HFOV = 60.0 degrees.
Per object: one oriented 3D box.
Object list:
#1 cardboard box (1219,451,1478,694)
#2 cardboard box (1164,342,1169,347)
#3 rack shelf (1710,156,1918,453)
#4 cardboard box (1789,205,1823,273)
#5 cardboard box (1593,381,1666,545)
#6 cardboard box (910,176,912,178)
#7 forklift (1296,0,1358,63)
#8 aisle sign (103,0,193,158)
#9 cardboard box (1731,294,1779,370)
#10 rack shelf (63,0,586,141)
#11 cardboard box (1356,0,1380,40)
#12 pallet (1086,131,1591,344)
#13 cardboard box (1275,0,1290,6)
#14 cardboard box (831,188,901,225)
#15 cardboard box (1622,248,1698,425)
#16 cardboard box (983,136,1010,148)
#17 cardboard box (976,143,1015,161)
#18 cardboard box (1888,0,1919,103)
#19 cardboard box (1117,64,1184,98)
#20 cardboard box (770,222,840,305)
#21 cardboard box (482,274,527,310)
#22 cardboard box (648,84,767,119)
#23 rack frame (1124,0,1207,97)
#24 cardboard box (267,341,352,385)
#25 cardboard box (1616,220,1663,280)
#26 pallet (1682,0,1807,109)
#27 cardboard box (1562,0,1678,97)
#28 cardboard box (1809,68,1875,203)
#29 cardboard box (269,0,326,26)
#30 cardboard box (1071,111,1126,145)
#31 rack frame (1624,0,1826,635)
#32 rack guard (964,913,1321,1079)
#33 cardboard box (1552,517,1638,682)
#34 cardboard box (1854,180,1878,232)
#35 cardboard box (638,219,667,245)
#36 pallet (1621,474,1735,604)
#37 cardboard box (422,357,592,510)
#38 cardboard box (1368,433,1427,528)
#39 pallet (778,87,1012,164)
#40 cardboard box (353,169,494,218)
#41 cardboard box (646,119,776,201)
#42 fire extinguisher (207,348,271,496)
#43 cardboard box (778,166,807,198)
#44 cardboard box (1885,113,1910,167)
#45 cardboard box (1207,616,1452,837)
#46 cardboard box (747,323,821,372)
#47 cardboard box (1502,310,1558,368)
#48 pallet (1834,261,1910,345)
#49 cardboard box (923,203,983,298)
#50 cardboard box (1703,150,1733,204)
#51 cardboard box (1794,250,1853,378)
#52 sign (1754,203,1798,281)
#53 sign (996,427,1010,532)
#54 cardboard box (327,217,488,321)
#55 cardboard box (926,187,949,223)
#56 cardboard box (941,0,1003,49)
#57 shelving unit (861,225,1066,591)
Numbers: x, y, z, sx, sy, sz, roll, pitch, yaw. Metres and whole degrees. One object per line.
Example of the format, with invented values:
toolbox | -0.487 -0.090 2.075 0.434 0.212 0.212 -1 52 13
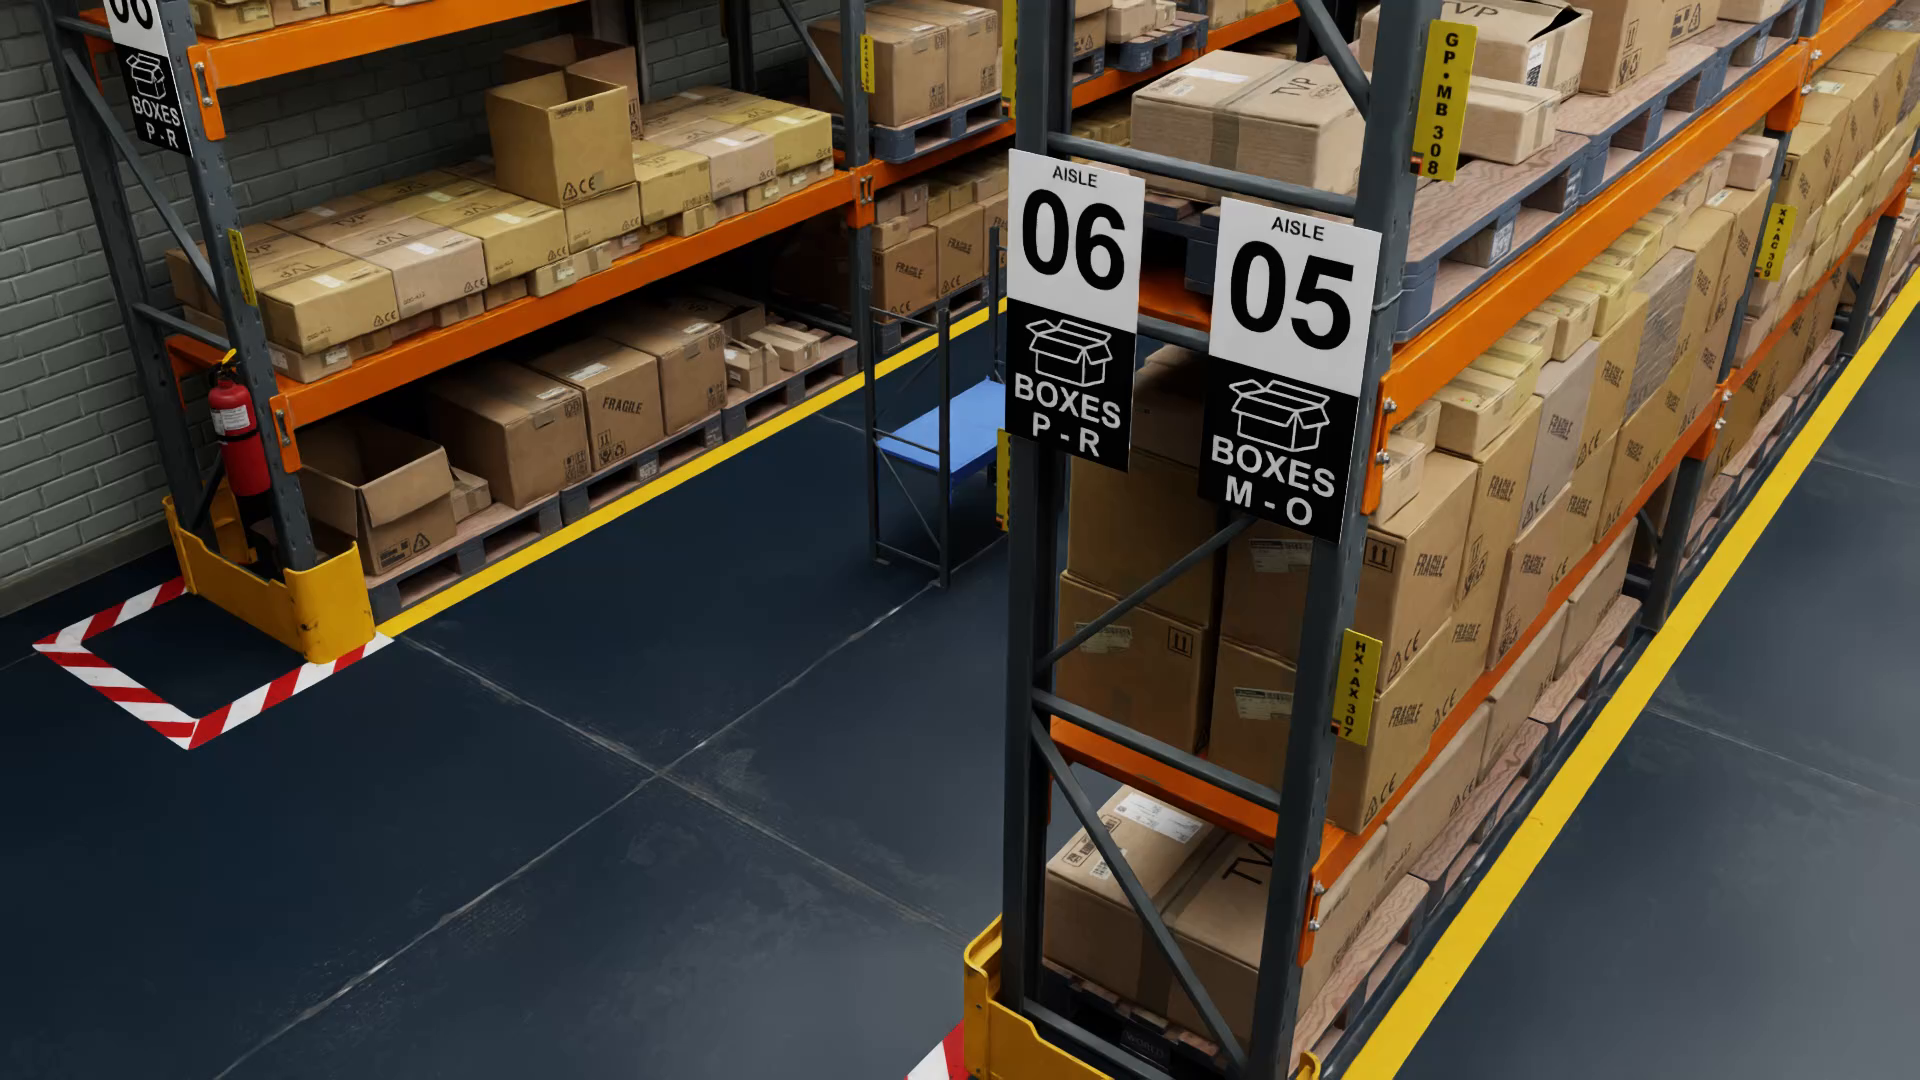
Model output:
cardboard box | 1.087 0.031 4.677 0.500 0.500 0.500 20 36 30
cardboard box | 0.850 -0.589 5.088 0.380 0.149 0.250 21 36 31
rack shelf | 4.192 -1.518 9.074 1.077 0.370 4.000 21 37 31
cardboard box | 3.768 -1.477 7.958 0.500 0.250 0.500 22 37 32
cardboard box | 2.311 -0.370 6.335 0.500 0.500 0.500 21 36 31
cardboard box | -0.554 -2.485 11.405 0.380 0.149 0.250 19 36 29
forklift | 2.754 -2.467 10.037 3.031 2.935 1.130 -24 38 -34
aisle sign | -3.196 -1.915 6.489 0.394 0.787 0.004 21 37 31
cardboard box | 3.461 -1.047 7.722 0.500 0.250 0.500 20 36 30
rack shelf | -2.182 -2.708 8.141 1.077 0.370 4.000 21 37 31
cardboard box | 3.548 -4.736 15.716 0.875 0.625 0.625 23 38 33
pallet | 1.010 -0.945 4.548 1.003 0.211 1.213 21 37 31
cardboard box | 2.516 -4.621 13.753 0.500 0.250 0.500 20 36 30
cardboard box | -0.594 -2.135 10.523 0.380 0.149 0.250 20 36 30
cardboard box | 2.308 -0.797 6.074 0.500 0.500 0.500 22 37 32
cardboard box | 0.139 -2.892 12.092 0.380 0.149 0.250 21 37 32
cardboard box | 0.332 -2.657 11.695 0.380 0.149 0.250 21 37 31
cardboard box | 5.296 -2.823 9.492 0.500 0.500 0.500 20 36 30
cardboard box | 1.827 -3.575 13.757 0.875 0.625 0.625 22 37 33
cardboard box | -0.914 -1.936 11.115 0.500 0.500 0.500 21 37 31
cardboard box | -2.367 -1.284 8.221 0.380 0.149 0.250 22 37 32
cardboard box | -1.489 -2.486 9.857 0.500 0.250 0.500 21 36 31
rack frame | 1.440 -4.166 12.838 1.000 3.000 0.127 21 37 31
cardboard box | -2.972 -0.856 7.498 0.380 0.149 0.250 21 36 31
cardboard box | 2.231 -1.043 5.853 0.380 0.149 0.250 20 36 30
pallet | 2.483 -1.937 6.221 1.003 0.211 1.213 21 37 31
cardboard box | 1.907 -1.719 5.158 0.500 0.500 0.500 22 37 32
cardboard box | 4.070 -1.996 8.097 0.500 0.500 0.500 20 36 30
cardboard box | -2.874 -2.269 6.941 0.380 0.149 0.250 22 37 32
cardboard box | 1.010 -3.058 12.371 0.380 0.149 0.250 20 36 30
rack frame | 2.985 -1.014 7.519 1.000 3.000 0.127 21 37 31
rack guard | 0.556 1.697 5.397 1.175 0.500 0.348 21 37 31
cardboard box | 2.520 0.129 7.691 0.875 0.438 0.875 21 36 31
cardboard box | 4.689 -1.878 9.124 0.500 0.250 0.500 21 36 31
cardboard box | -1.800 -1.718 8.953 0.380 0.149 0.250 22 37 32
pallet | 3.391 -0.151 8.799 1.003 0.211 1.213 21 37 31
cardboard box | -2.397 -0.575 8.818 0.700 0.500 0.500 23 38 33
cardboard box | 1.005 -0.200 4.430 0.380 0.149 0.250 22 37 32
pallet | -0.405 -2.749 10.635 1.003 0.211 1.213 21 37 31
cardboard box | -2.708 -1.656 8.457 0.500 0.250 0.500 22 37 33
cardboard box | -1.378 -2.114 9.229 0.500 0.250 0.500 21 37 31
fire extinguisher | -3.109 -0.519 7.125 0.296 0.674 0.183 21 37 31
cardboard box | -1.106 -2.112 9.619 0.380 0.149 0.250 22 37 33
cardboard box | 5.003 -2.306 9.356 0.500 0.250 0.500 20 36 30
cardboard box | 1.089 0.462 4.930 0.500 0.500 0.500 21 36 31
cardboard box | -1.077 -1.178 10.180 0.380 0.149 0.250 20 36 30
cardboard box | 1.616 -0.634 5.163 0.380 0.149 0.250 22 37 32
pallet | 5.872 -1.758 11.509 1.003 0.211 1.213 21 37 31
cardboard box | -0.190 -1.992 11.210 0.500 0.500 0.500 21 36 31
cardboard box | 2.807 -1.470 6.573 0.380 0.149 0.250 22 37 32
cardboard box | 4.916 -1.652 10.267 0.875 0.875 0.875 21 36 31
sign | 3.428 -1.251 6.991 0.100 0.325 0.005 21 37 31
sign | 0.146 -0.161 4.712 0.100 0.325 0.005 21 37 31
cardboard box | -2.596 -1.284 7.830 0.500 0.250 0.500 22 37 32
cardboard box | -0.295 -2.233 10.979 0.380 0.149 0.250 19 36 29
cardboard box | 0.282 -3.421 11.071 0.700 0.500 0.500 21 37 31
shelving unit | 0.052 -0.680 8.426 0.538 1.500 1.048 21 37 31
